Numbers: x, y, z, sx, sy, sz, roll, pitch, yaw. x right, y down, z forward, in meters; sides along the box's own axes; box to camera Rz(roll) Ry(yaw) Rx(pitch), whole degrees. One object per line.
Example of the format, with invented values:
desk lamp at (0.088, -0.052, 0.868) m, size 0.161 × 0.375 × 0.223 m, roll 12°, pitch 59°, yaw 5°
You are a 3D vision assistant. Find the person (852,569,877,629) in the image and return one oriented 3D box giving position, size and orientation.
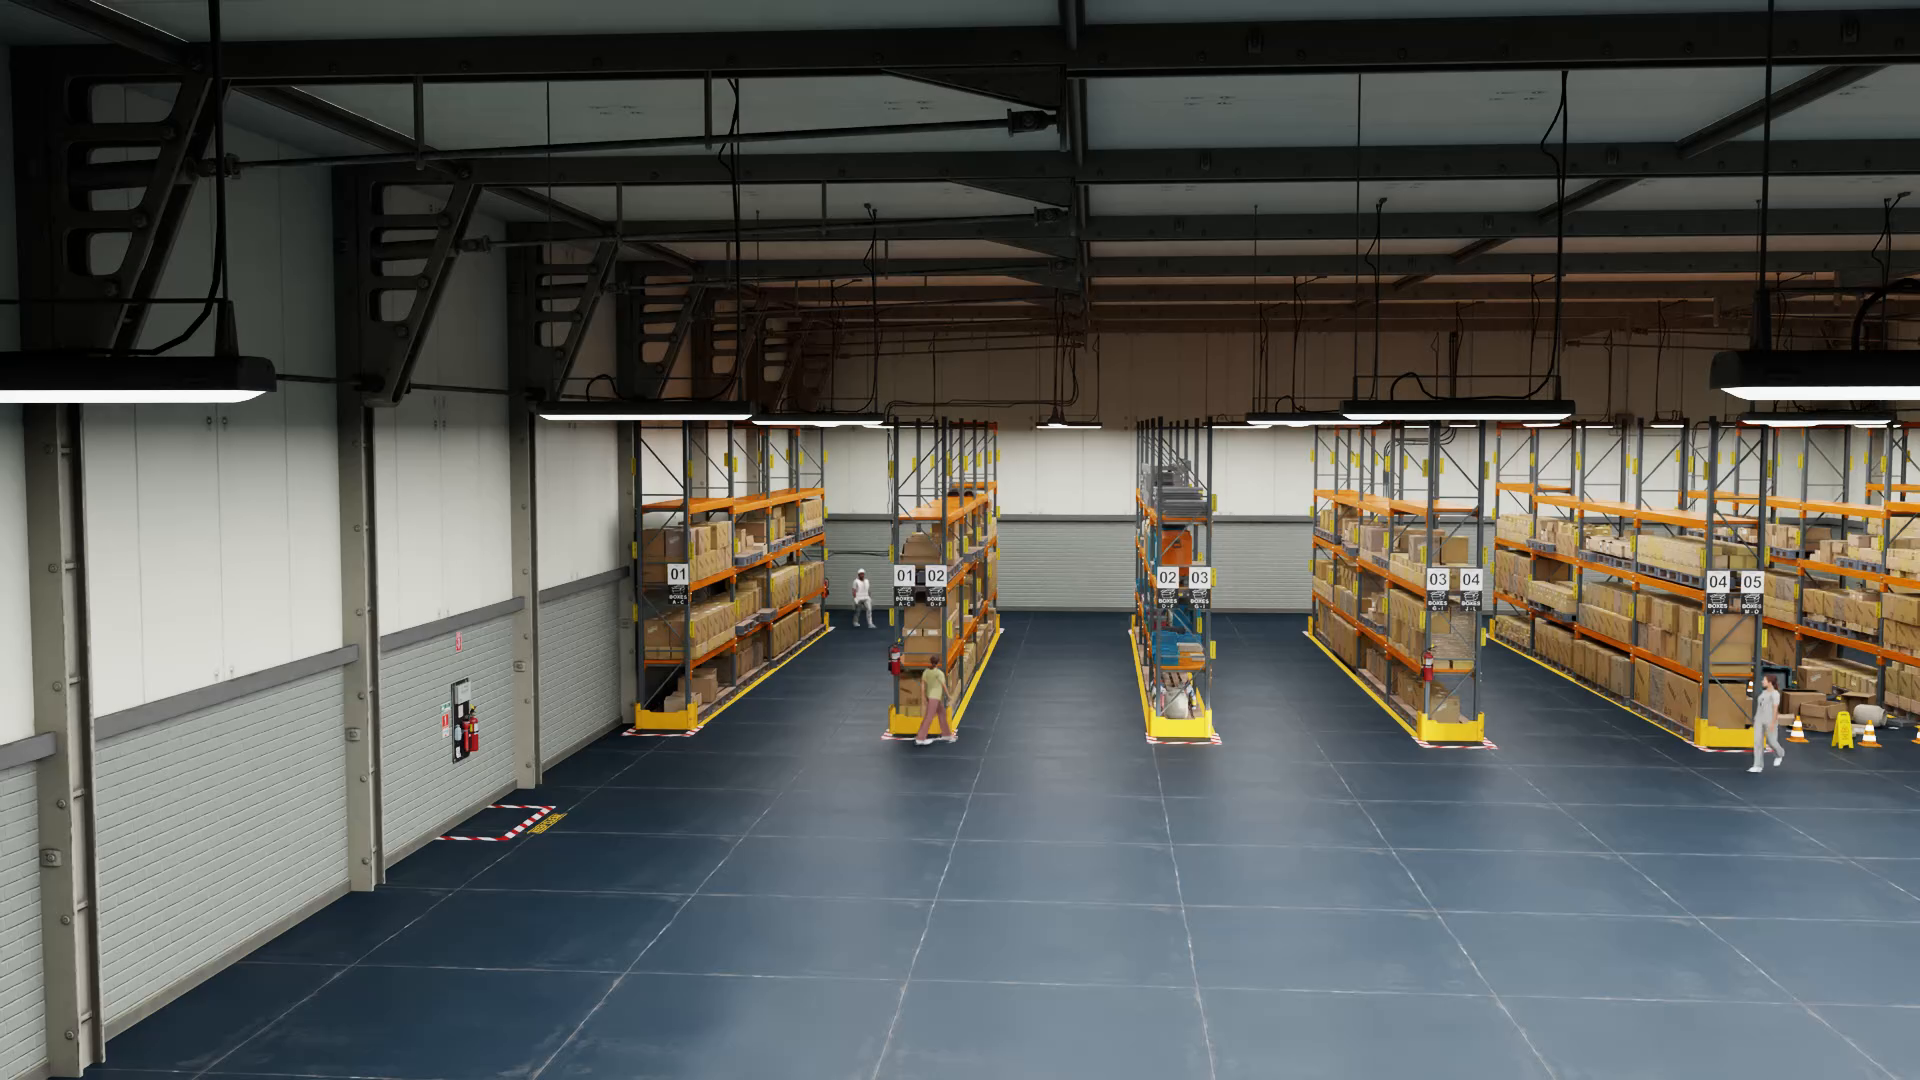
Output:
person at (-2.788, 1.705, 48.177) m, size 0.672 × 1.727 × 1.041 m, roll -2°, pitch 4°, yaw -28°

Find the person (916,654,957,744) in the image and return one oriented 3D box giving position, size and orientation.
person at (-0.407, 2.905, 30.338) m, size 0.839 × 1.658 × 0.431 m, roll -1°, pitch 4°, yaw -19°

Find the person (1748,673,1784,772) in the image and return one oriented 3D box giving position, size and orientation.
person at (13.605, 3.065, 27.992) m, size 0.823 × 1.651 × 0.427 m, roll -4°, pitch 5°, yaw -44°

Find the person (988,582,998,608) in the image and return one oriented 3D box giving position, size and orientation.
person at (0.917, 1.548, 51.065) m, size 0.617 × 1.660 × 0.483 m, roll 3°, pitch 5°, yaw 38°
